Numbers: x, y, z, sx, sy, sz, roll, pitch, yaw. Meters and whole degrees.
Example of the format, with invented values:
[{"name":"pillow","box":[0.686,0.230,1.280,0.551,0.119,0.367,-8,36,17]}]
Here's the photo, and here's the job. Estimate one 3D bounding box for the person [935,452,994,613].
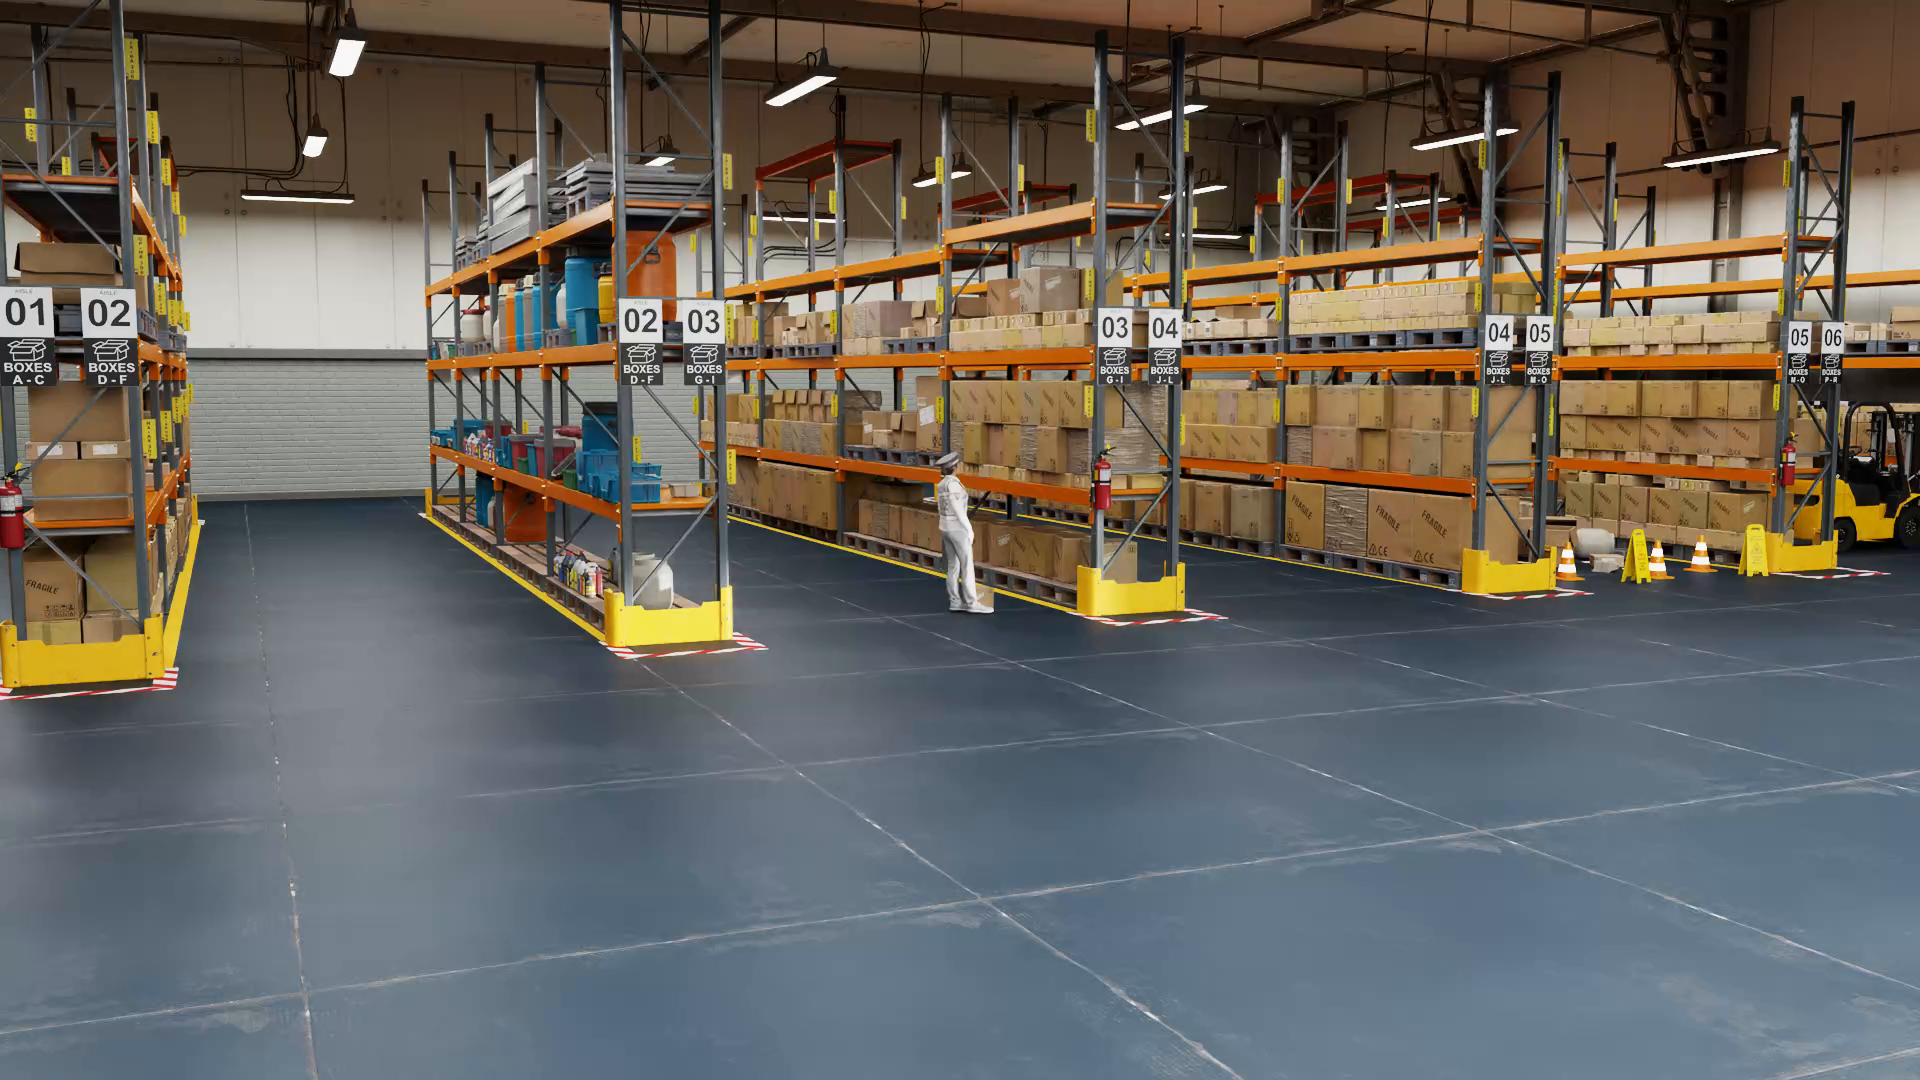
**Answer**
[{"name":"person","box":[0.017,-0.088,17.652,0.531,1.695,0.587,-2,6,-24]}]
